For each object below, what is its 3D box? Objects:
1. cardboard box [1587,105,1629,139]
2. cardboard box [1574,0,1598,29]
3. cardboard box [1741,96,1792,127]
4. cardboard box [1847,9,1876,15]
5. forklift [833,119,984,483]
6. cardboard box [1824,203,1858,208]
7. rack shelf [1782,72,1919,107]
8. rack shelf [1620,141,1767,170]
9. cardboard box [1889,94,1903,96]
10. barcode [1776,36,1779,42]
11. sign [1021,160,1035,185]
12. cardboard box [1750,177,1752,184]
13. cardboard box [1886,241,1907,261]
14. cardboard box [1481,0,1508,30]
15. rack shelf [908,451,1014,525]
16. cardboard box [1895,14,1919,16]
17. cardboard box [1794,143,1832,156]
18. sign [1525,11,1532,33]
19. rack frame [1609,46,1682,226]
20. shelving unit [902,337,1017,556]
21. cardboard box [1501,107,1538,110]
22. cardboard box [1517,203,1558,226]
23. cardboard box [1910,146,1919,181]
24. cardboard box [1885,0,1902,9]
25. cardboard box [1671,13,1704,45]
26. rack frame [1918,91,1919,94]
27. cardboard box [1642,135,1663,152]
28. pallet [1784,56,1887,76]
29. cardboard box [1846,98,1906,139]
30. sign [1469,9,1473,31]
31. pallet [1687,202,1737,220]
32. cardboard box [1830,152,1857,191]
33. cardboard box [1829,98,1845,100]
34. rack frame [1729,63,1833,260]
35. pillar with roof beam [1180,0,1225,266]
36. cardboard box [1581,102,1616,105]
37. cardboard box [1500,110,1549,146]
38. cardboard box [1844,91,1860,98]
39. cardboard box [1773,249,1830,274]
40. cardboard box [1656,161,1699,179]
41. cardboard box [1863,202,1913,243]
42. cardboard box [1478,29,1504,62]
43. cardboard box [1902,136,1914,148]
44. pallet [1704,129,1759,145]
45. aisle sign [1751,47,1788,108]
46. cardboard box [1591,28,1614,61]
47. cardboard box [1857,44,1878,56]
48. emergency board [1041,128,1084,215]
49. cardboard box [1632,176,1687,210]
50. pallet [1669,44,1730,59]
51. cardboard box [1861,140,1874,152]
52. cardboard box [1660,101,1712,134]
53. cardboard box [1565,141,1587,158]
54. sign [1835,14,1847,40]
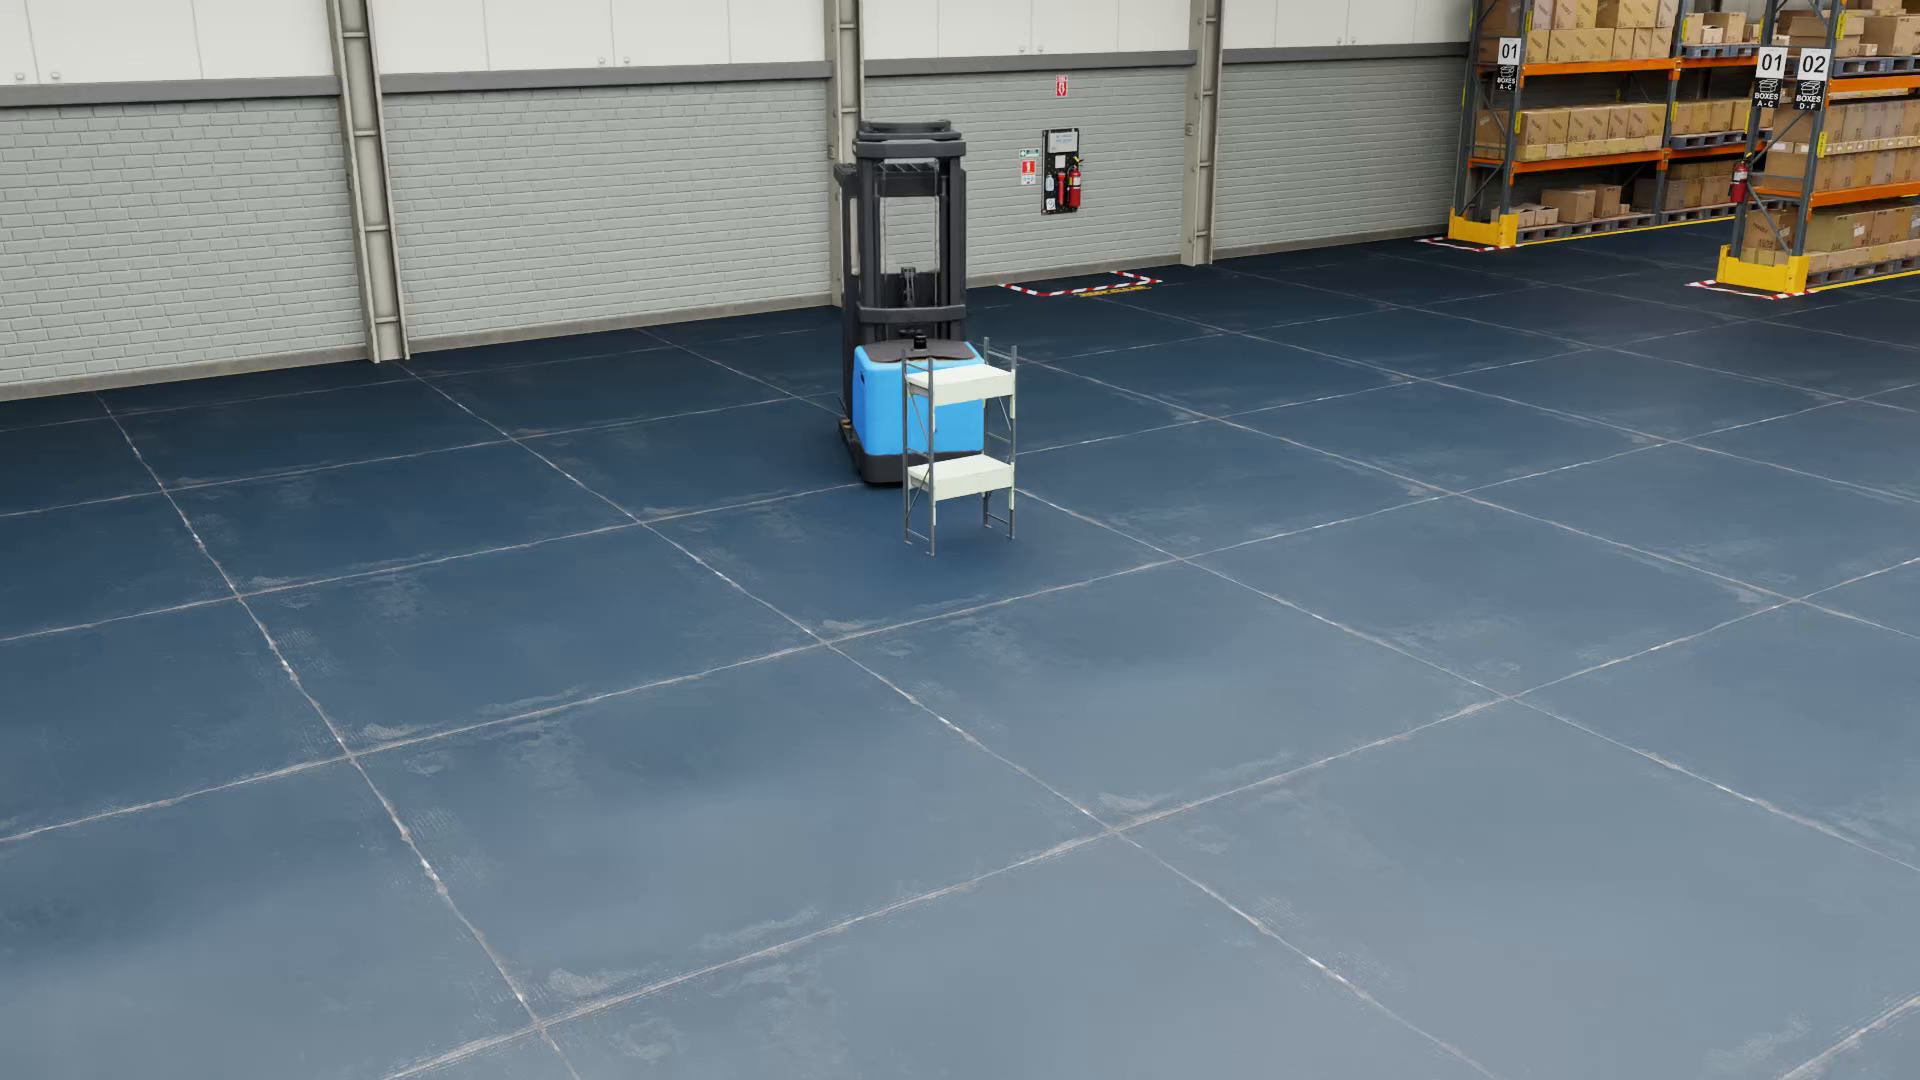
[{"bbox_3d":[10.733,-6.949,27.648,0.500,0.500,0.500,-13,22,-33],"label":"cardboard box"},{"bbox_3d":[9.781,-8.414,26.518,0.500,0.500,0.500,-11,22,-30],"label":"cardboard box"},{"bbox_3d":[14.752,-7.871,30.501,0.500,0.500,0.700,-15,24,-38],"label":"cardboard box"},{"bbox_3d":[16.801,-9.770,31.434,0.500,0.500,0.700,-12,22,-31],"label":"cardboard box"},{"bbox_3d":[-0.531,-2.301,14.973,1.130,2.935,3.031,-3,19,-10],"label":"forklift"},{"bbox_3d":[12.714,-4.661,24.315,0.500,0.500,0.500,-12,22,-31],"label":"cardboard box"},{"bbox_3d":[12.855,-6.400,23.432,4.000,0.370,1.077,-12,22,-31],"label":"rack shelf"},{"bbox_3d":[13.468,-7.008,29.914,4.000,0.370,1.077,-12,22,-31],"label":"rack shelf"},{"bbox_3d":[17.812,-8.362,32.144,0.500,0.500,0.500,-12,22,-31],"label":"cardboard box"},{"bbox_3d":[11.172,-6.846,22.720,0.075,0.075,0.001,-12,22,-31],"label":"barcode"},{"bbox_3d":[0.952,-5.112,23.126,0.234,0.329,0.001,-12,22,-31],"label":"sign"},{"bbox_3d":[14.072,-6.525,30.577,0.500,0.500,0.700,-12,22,-31],"label":"cardboard box"},{"bbox_3d":[13.426,-4.251,24.273,0.500,0.250,0.500,-12,22,-31],"label":"cardboard box"},{"bbox_3d":[8.674,-8.389,26.444,0.500,0.500,0.500,-11,21,-29],"label":"cardboard box"},{"bbox_3d":[-0.006,-0.400,12.606,0.720,0.370,0.431,-12,22,-31],"label":"rack shelf"},{"bbox_3d":[13.960,-7.388,24.199,0.500,0.500,0.500,-10,21,-27],"label":"cardboard box"},{"bbox_3d":[11.631,-5.334,22.669,0.250,0.149,0.380,-12,22,-32],"label":"cardboard box"},{"bbox_3d":[8.756,-7.982,25.623,0.005,0.325,0.100,-12,22,-31],"label":"sign"},{"bbox_3d":[11.798,-6.996,28.756,0.127,3.000,1.000,-12,22,-31],"label":"rack frame"},{"bbox_3d":[-0.006,-0.709,12.501,0.755,1.500,0.431,-12,22,-31],"label":"shelving unit"},{"bbox_3d":[9.160,-6.811,27.241,0.500,0.500,0.500,-12,22,-31],"label":"cardboard box"},{"bbox_3d":[9.561,-5.425,27.619,0.500,0.311,0.500,-10,21,-27],"label":"cardboard box"},{"bbox_3d":[13.721,-5.545,24.307,0.500,0.500,0.700,-12,22,-32],"label":"cardboard box"},{"bbox_3d":[17.672,-10.318,31.883,0.500,0.250,0.500,-10,21,-28],"label":"cardboard box"},{"bbox_3d":[12.299,-8.739,28.414,0.500,0.500,0.500,-9,20,-24],"label":"cardboard box"},{"bbox_3d":[18.479,-8.406,32.924,0.127,3.000,1.000,-12,22,-31],"label":"rack frame"},{"bbox_3d":[11.569,-6.770,28.290,0.500,0.250,0.500,-12,22,-31],"label":"cardboard box"},{"bbox_3d":[11.790,-6.464,22.637,1.213,0.211,1.003,-12,22,-31],"label":"pallet"},{"bbox_3d":[12.901,-5.989,23.594,0.500,0.500,0.700,-12,22,-31],"label":"cardboard box"},{"bbox_3d":[8.169,-8.284,26.500,0.005,0.325,0.100,-12,22,-31],"label":"sign"},{"bbox_3d":[13.467,-6.029,30.249,1.213,0.211,1.003,-12,22,-31],"label":"pallet"},{"bbox_3d":[12.018,-5.187,23.249,0.500,0.500,0.700,-11,22,-30],"label":"cardboard box"},{"bbox_3d":[16.128,-8.006,31.090,0.500,0.500,0.500,-11,22,-30],"label":"cardboard box"},{"bbox_3d":[11.185,-4.968,22.755,0.127,3.000,1.000,-12,22,-31],"label":"rack frame"},{"bbox_3d":[5.923,-7.280,20.228,0.400,9.000,9.100,-12,22,-31],"label":"pillar with roof beam"},{"bbox_3d":[10.856,-7.173,28.311,0.500,0.500,0.500,-12,22,-32],"label":"cardboard box"},{"bbox_3d":[9.021,-6.589,26.584,0.500,0.500,0.500,-12,22,-31],"label":"cardboard box"},{"bbox_3d":[16.524,-8.449,31.230,0.500,0.250,0.500,-12,22,-31],"label":"cardboard box"},{"bbox_3d":[11.755,-3.899,23.231,0.500,0.250,0.500,-12,22,-31],"label":"cardboard box"},{"bbox_3d":[12.769,-6.589,29.595,0.500,0.250,0.500,-12,22,-33],"label":"cardboard box"},{"bbox_3d":[13.419,-4.610,24.163,0.500,0.500,0.500,-12,22,-31],"label":"cardboard box"},{"bbox_3d":[8.667,-7.911,26.590,0.500,0.500,0.500,-10,21,-28],"label":"cardboard box"},{"bbox_3d":[13.355,-5.698,23.747,0.250,0.149,0.380,-11,22,-30],"label":"cardboard box"},{"bbox_3d":[13.508,-7.251,29.807,1.213,0.211,1.003,-12,22,-31],"label":"pallet"},{"bbox_3d":[10.968,-6.266,22.537,0.004,0.787,0.394,-12,22,-31],"label":"aisle sign"},{"bbox_3d":[10.209,-8.039,26.970,0.500,0.500,0.500,-10,21,-28],"label":"cardboard box"},{"bbox_3d":[12.264,-6.695,22.699,0.250,0.149,0.380,-12,22,-31],"label":"cardboard box"},{"bbox_3d":[1.470,-5.165,23.338,0.643,1.169,0.194,-12,22,-31],"label":"emergency board"},{"bbox_3d":[12.404,-6.155,29.483,0.500,0.500,0.700,-11,22,-30],"label":"cardboard box"},{"bbox_3d":[12.372,-8.409,28.543,1.003,0.211,1.213,-12,22,-31],"label":"pallet"},{"bbox_3d":[12.492,-5.516,23.208,0.250,0.149,0.380,-13,23,-33],"label":"cardboard box"},{"bbox_3d":[12.713,-7.429,29.193,0.500,0.500,0.700,-9,21,-26],"label":"cardboard box"},{"bbox_3d":[9.894,-6.415,27.239,0.500,0.250,0.500,-12,22,-32],"label":"cardboard box"},{"bbox_3d":[11.485,-6.691,21.680,0.005,0.325,0.100,-12,22,-31],"label":"sign"}]
